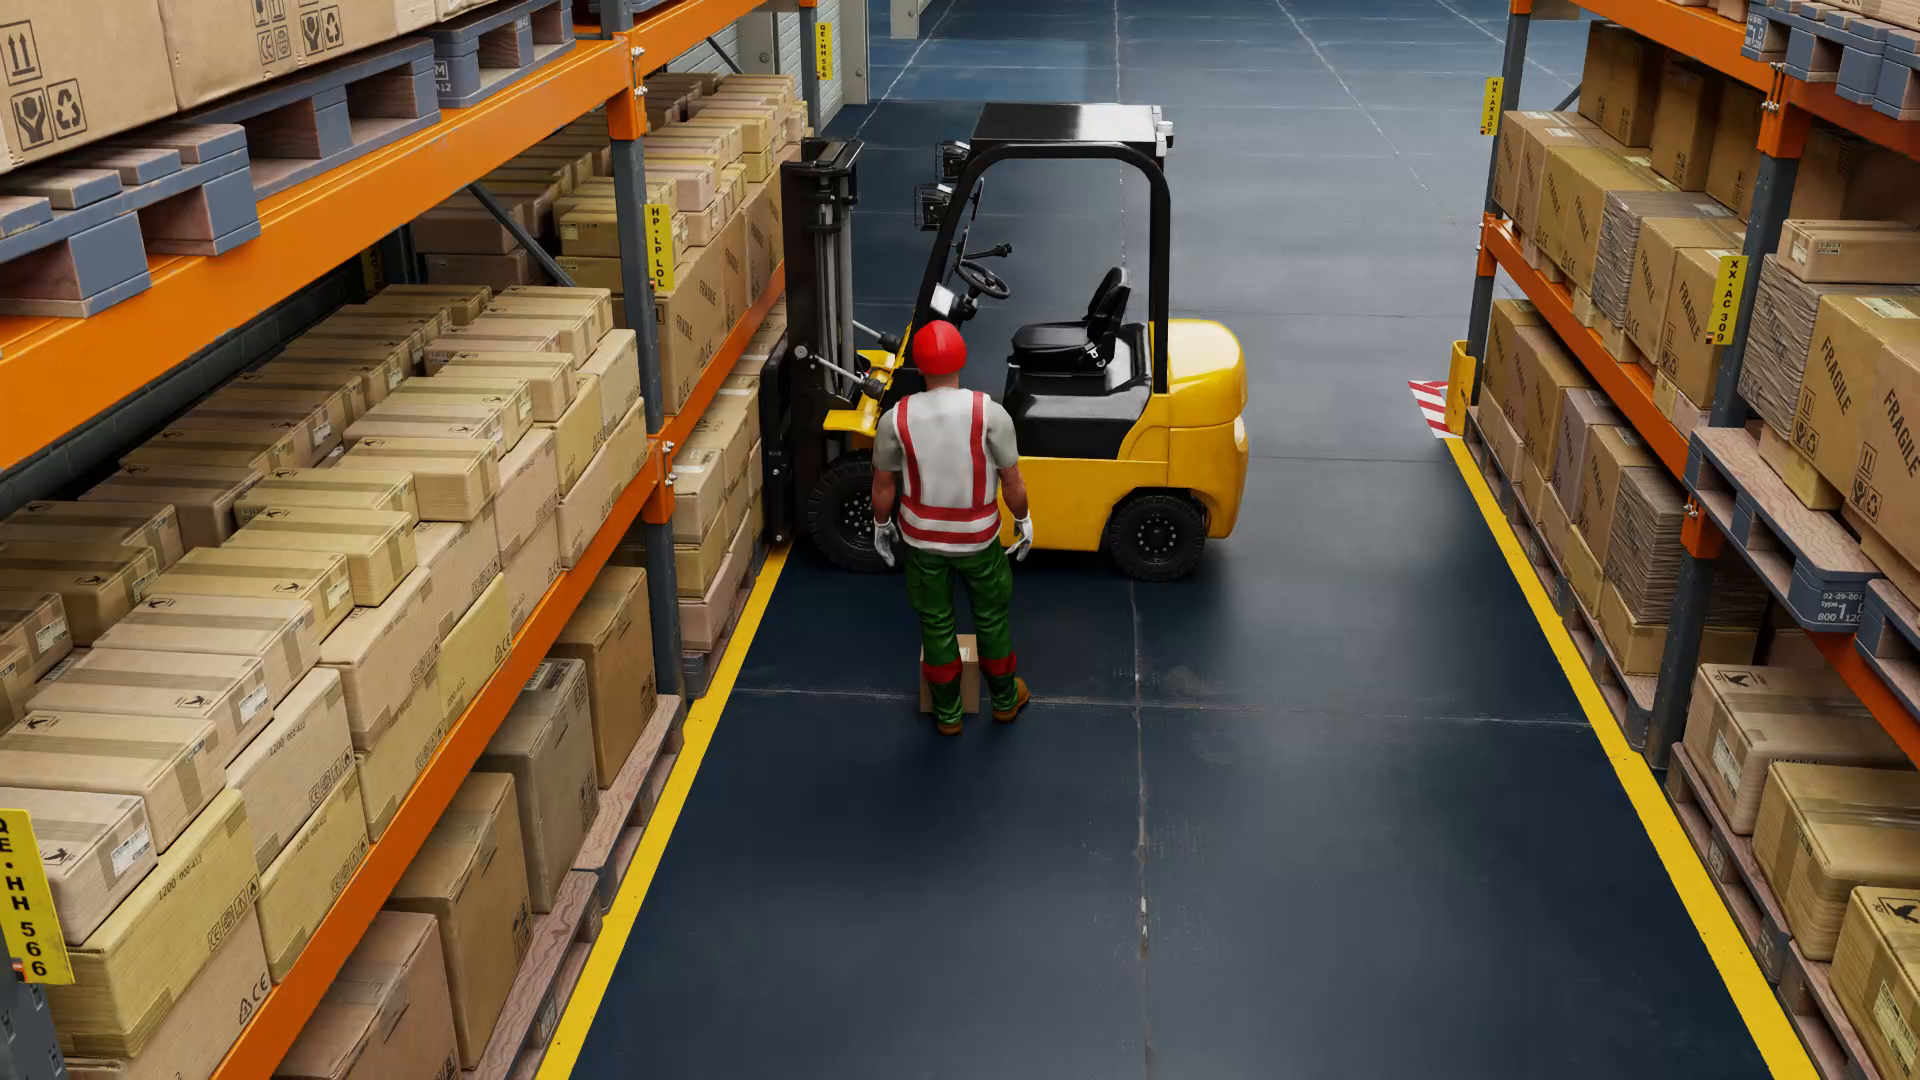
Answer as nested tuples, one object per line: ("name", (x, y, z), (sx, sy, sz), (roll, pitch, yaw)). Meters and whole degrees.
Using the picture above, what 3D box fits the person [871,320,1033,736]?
("person", (-0.022, -0.053, 6.674), (0.638, 1.786, 0.561), (2, 24, 4))
